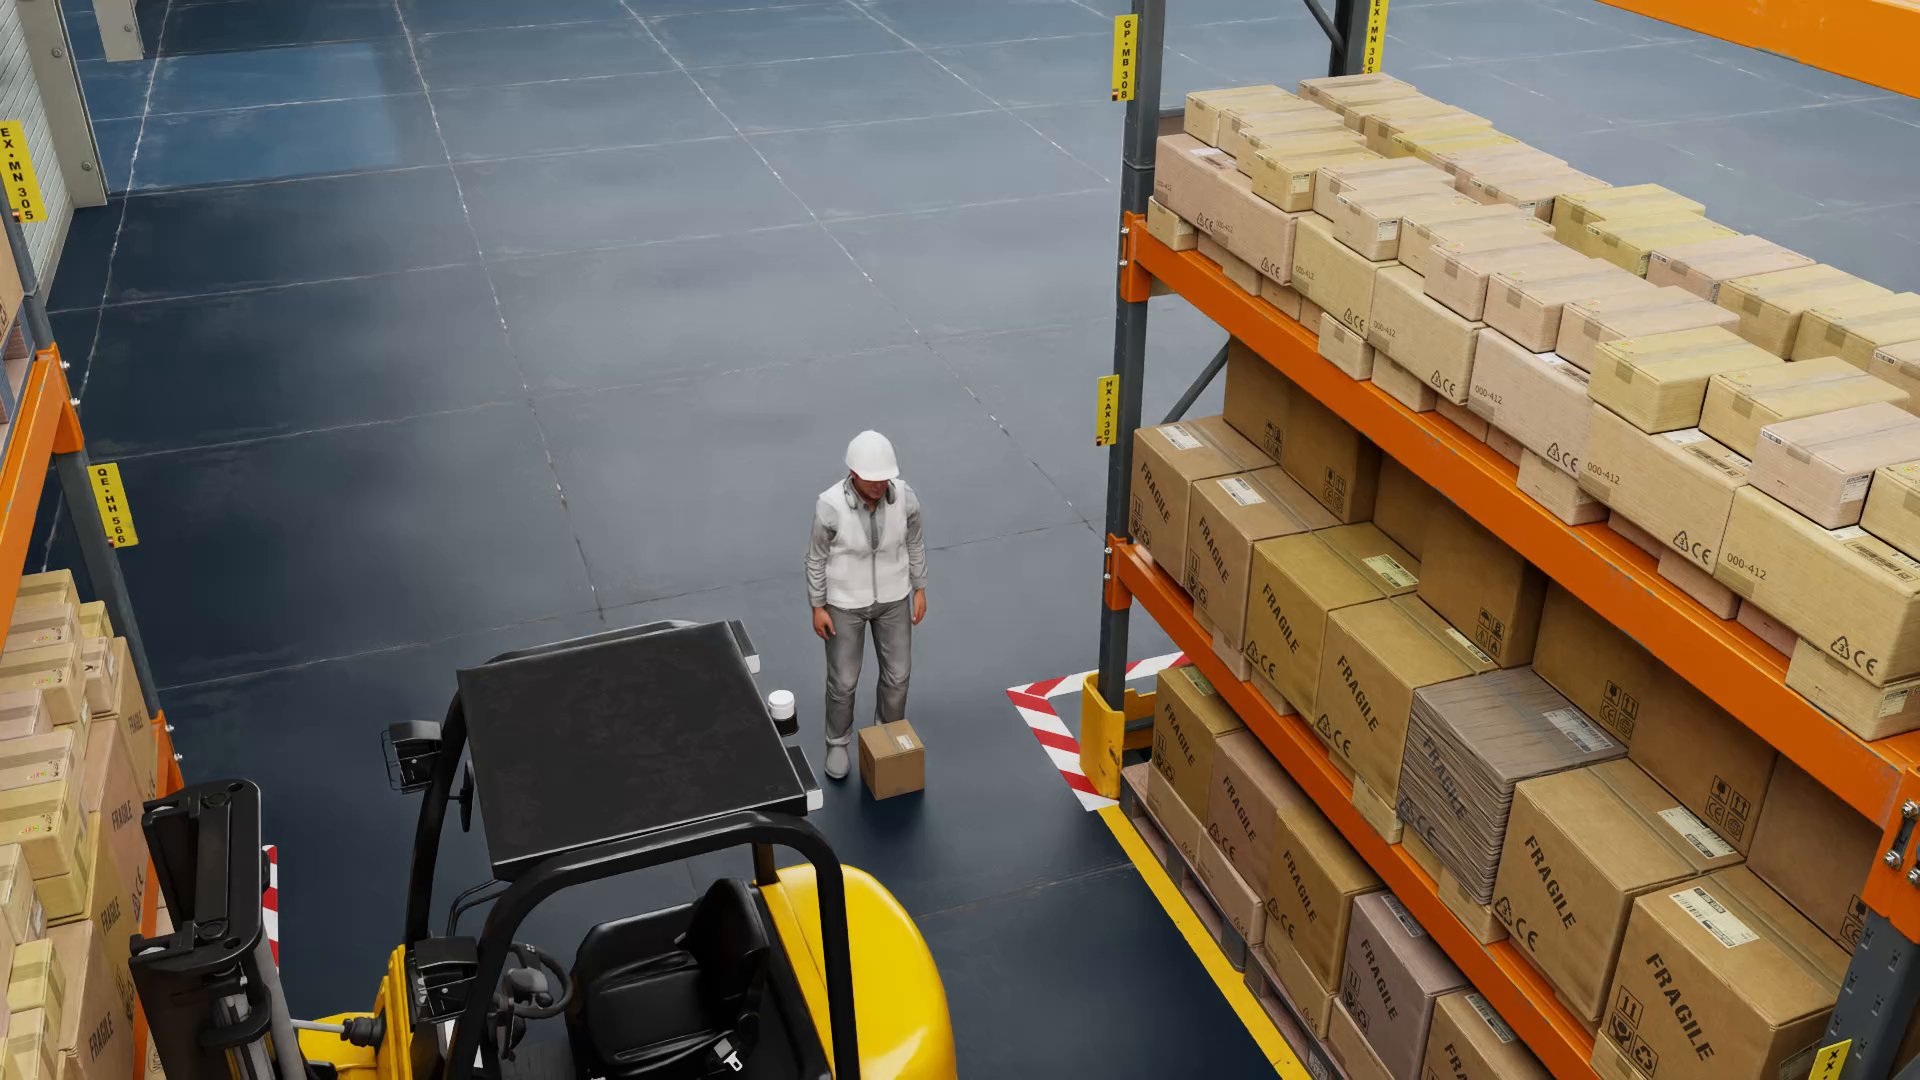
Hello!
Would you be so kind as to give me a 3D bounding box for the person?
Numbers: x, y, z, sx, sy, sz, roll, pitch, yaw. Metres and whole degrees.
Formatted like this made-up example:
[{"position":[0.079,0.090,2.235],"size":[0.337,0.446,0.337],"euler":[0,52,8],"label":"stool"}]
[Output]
[{"position":[-0.432,0.277,7.832],"size":[0.581,1.772,0.462],"euler":[-10,31,-17],"label":"person"}]
